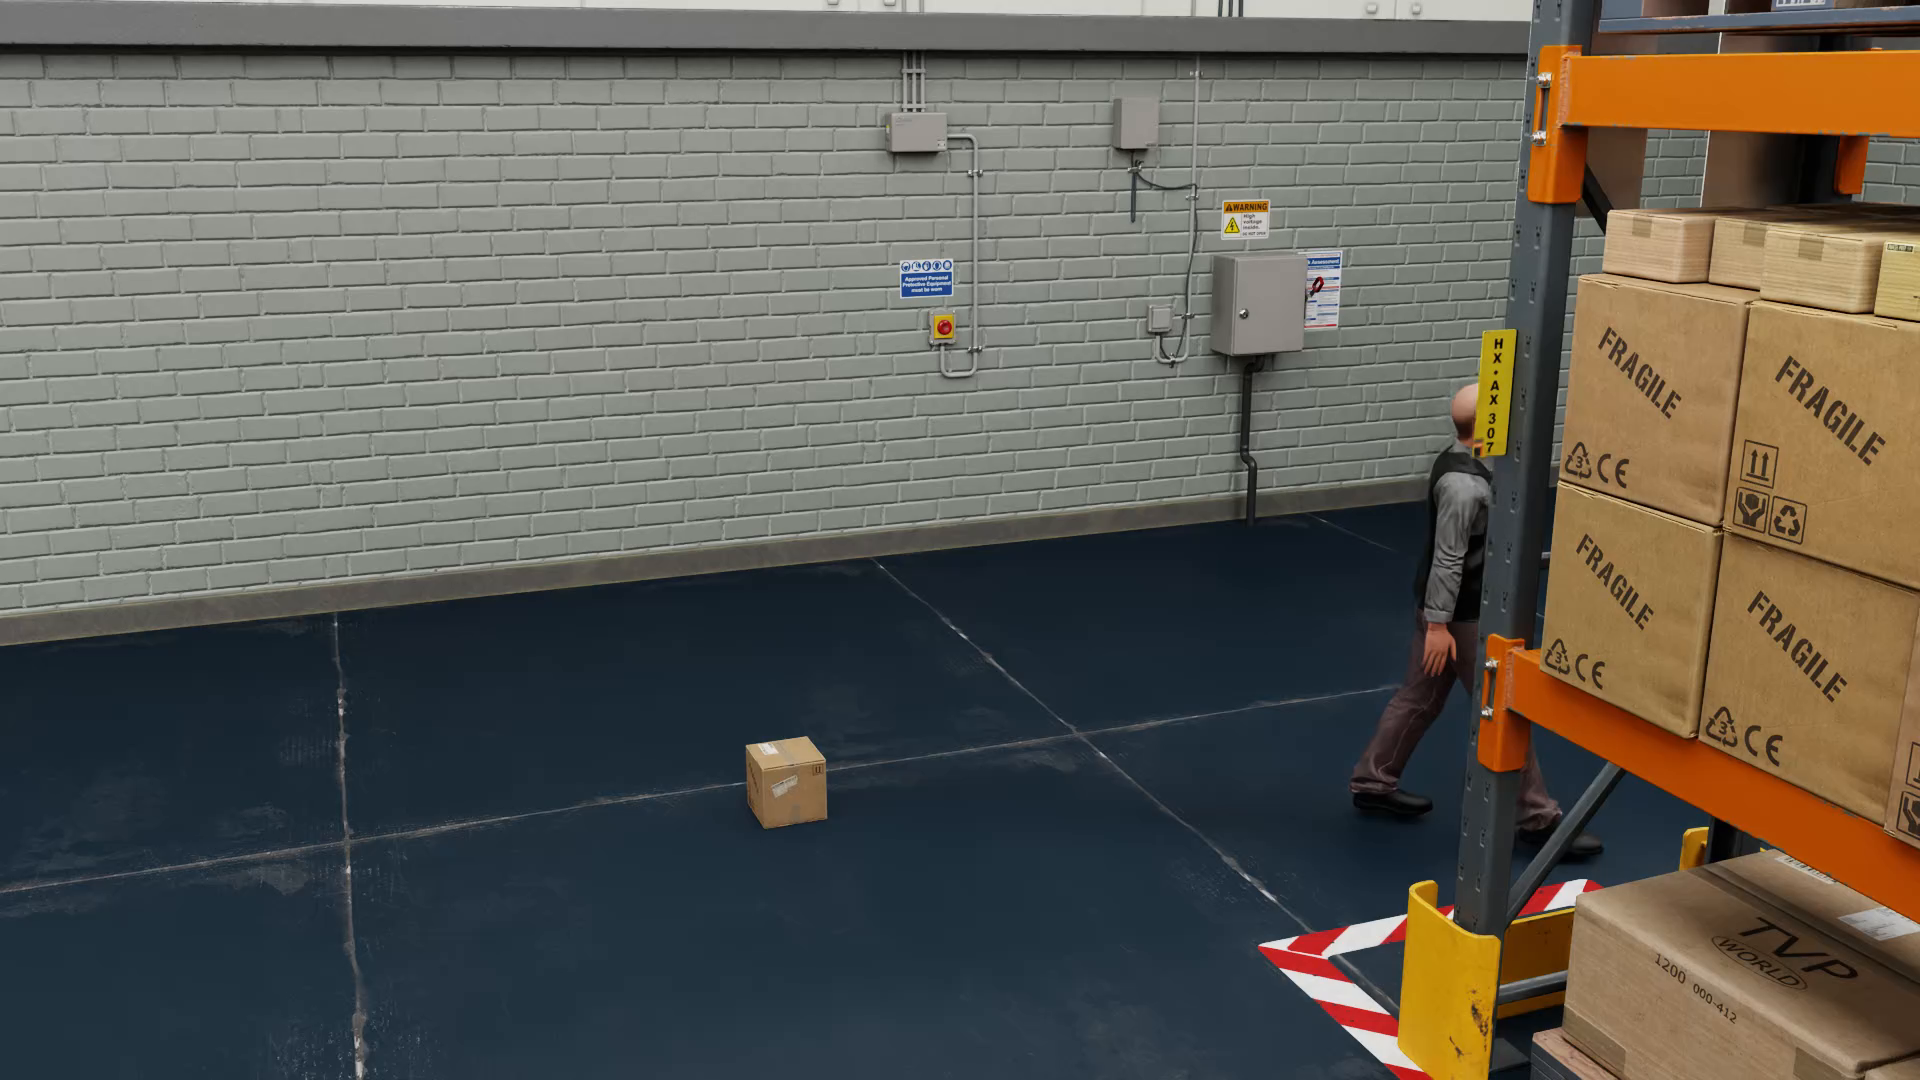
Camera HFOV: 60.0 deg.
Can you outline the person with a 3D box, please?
[{"bbox_3d":[1.927,0.261,6.068,0.900,1.683,0.561,3,16,10],"label":"person"}]
